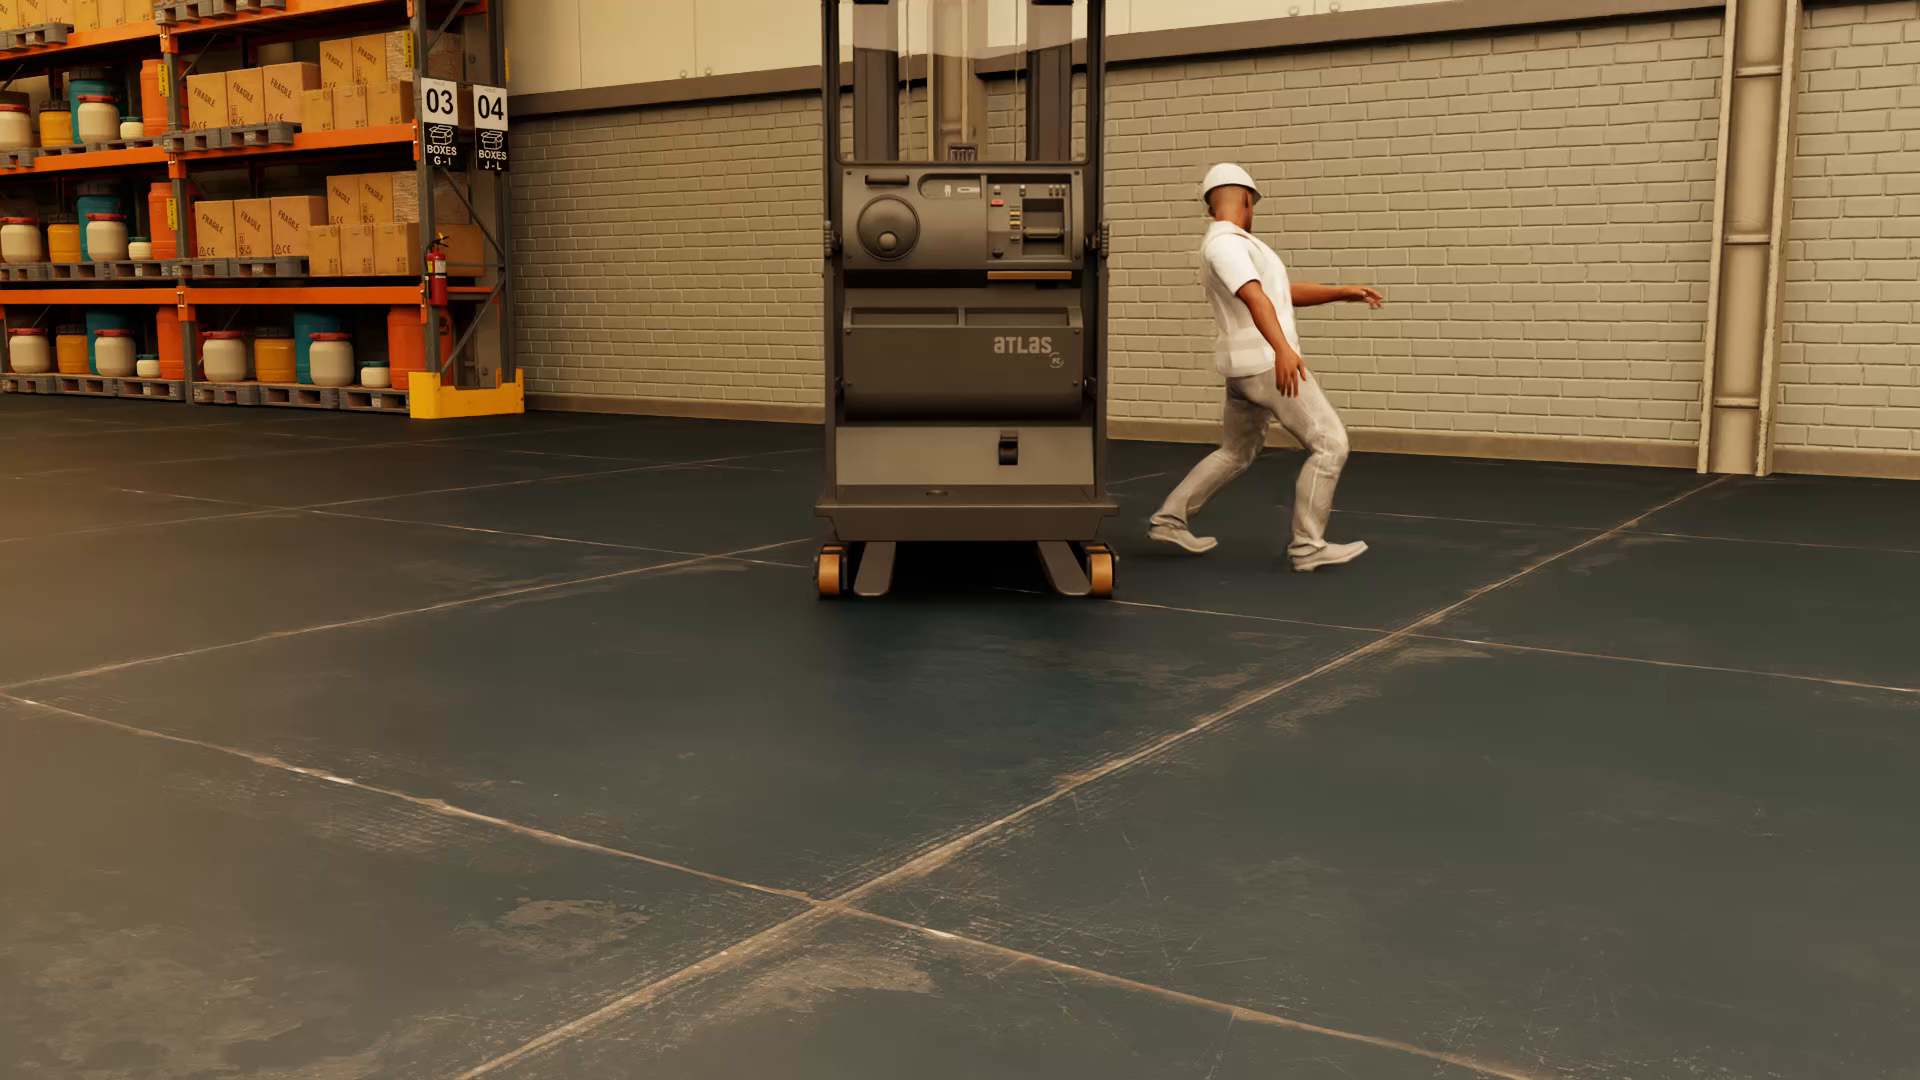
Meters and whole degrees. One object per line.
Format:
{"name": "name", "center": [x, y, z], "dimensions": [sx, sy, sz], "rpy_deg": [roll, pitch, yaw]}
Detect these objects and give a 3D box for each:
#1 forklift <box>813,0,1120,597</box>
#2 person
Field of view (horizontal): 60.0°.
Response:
{"name": "forklift", "center": [0.017, -1.283, 6.215], "dimensions": [1.130, 2.935, 3.031], "rpy_deg": [0, 8, -1]}
{"name": "person", "center": [1.279, -0.701, 6.748], "dimensions": [0.899, 1.657, 0.820], "rpy_deg": [-1, 8, -7]}
